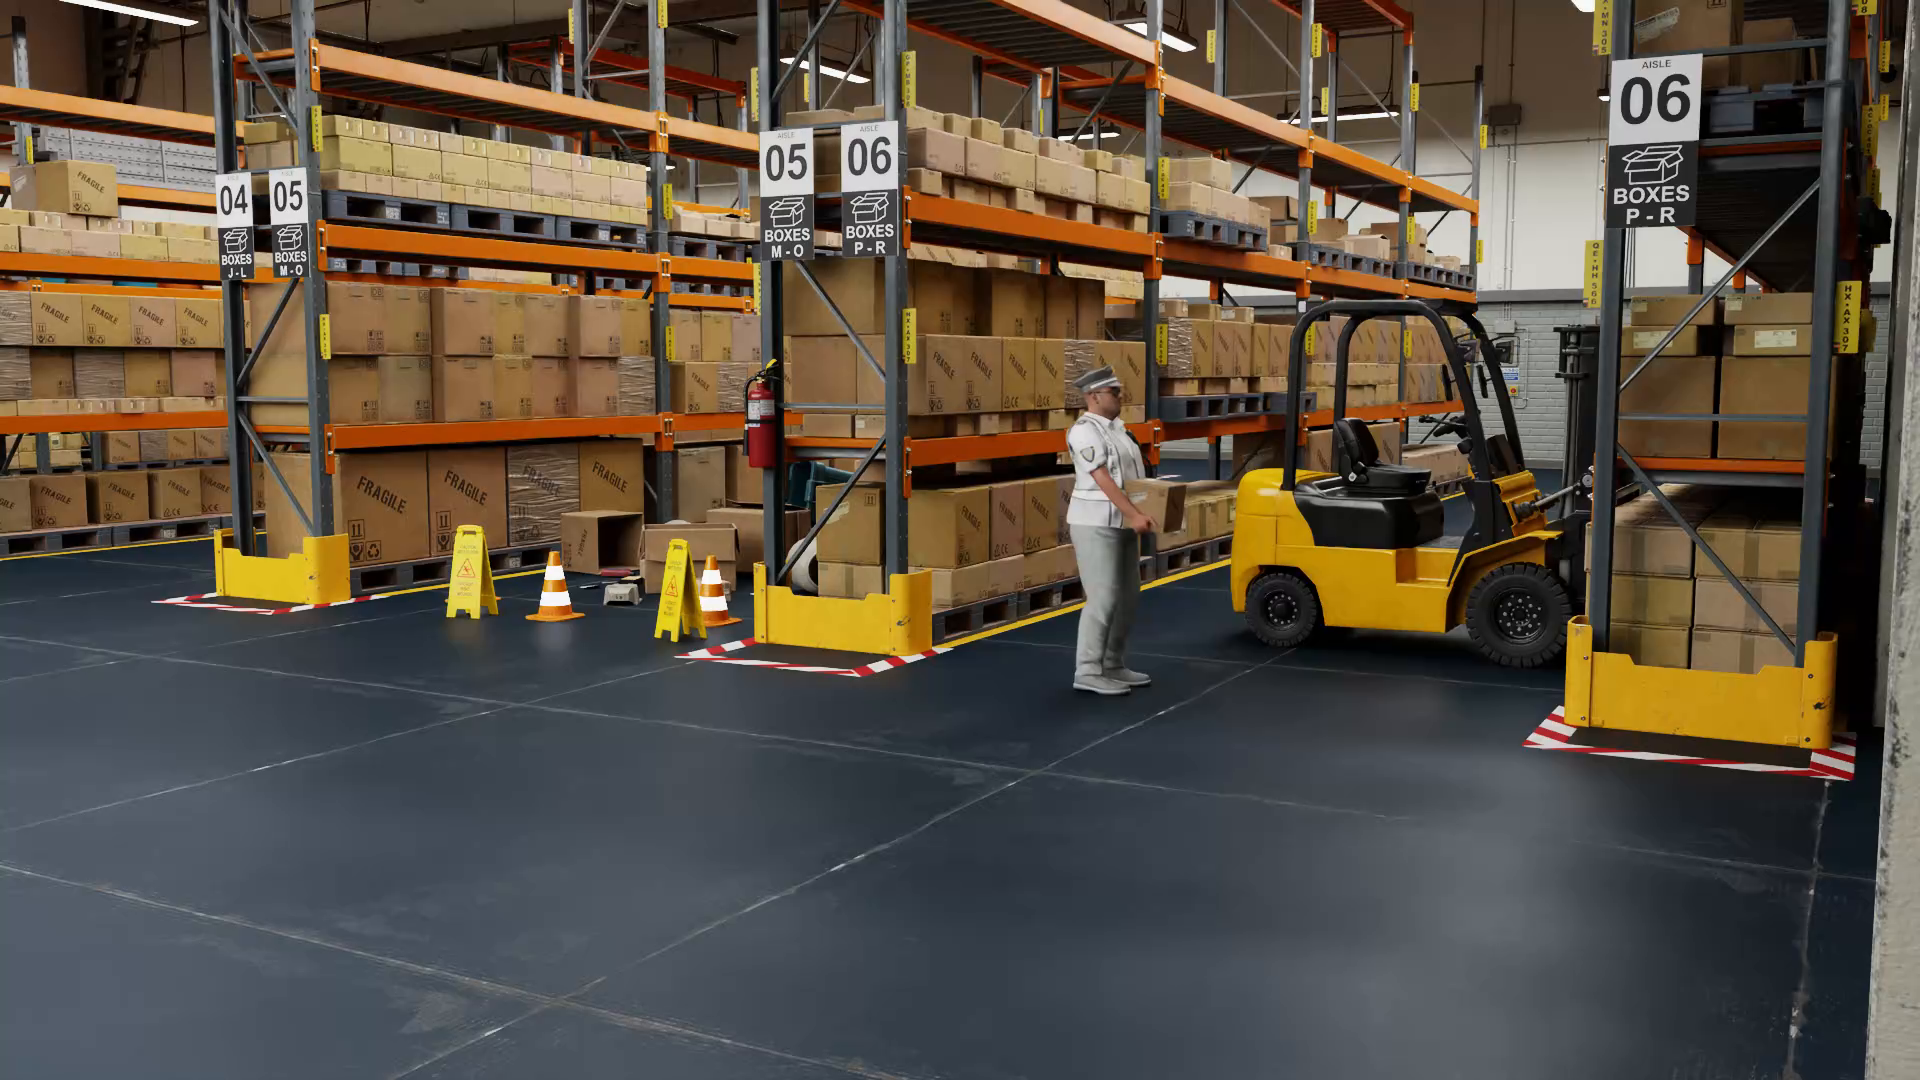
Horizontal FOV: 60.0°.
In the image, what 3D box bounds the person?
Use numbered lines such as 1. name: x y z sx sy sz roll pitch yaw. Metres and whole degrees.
1. person: 0.876 -0.068 9.010 0.560 1.766 0.495 3 7 30
